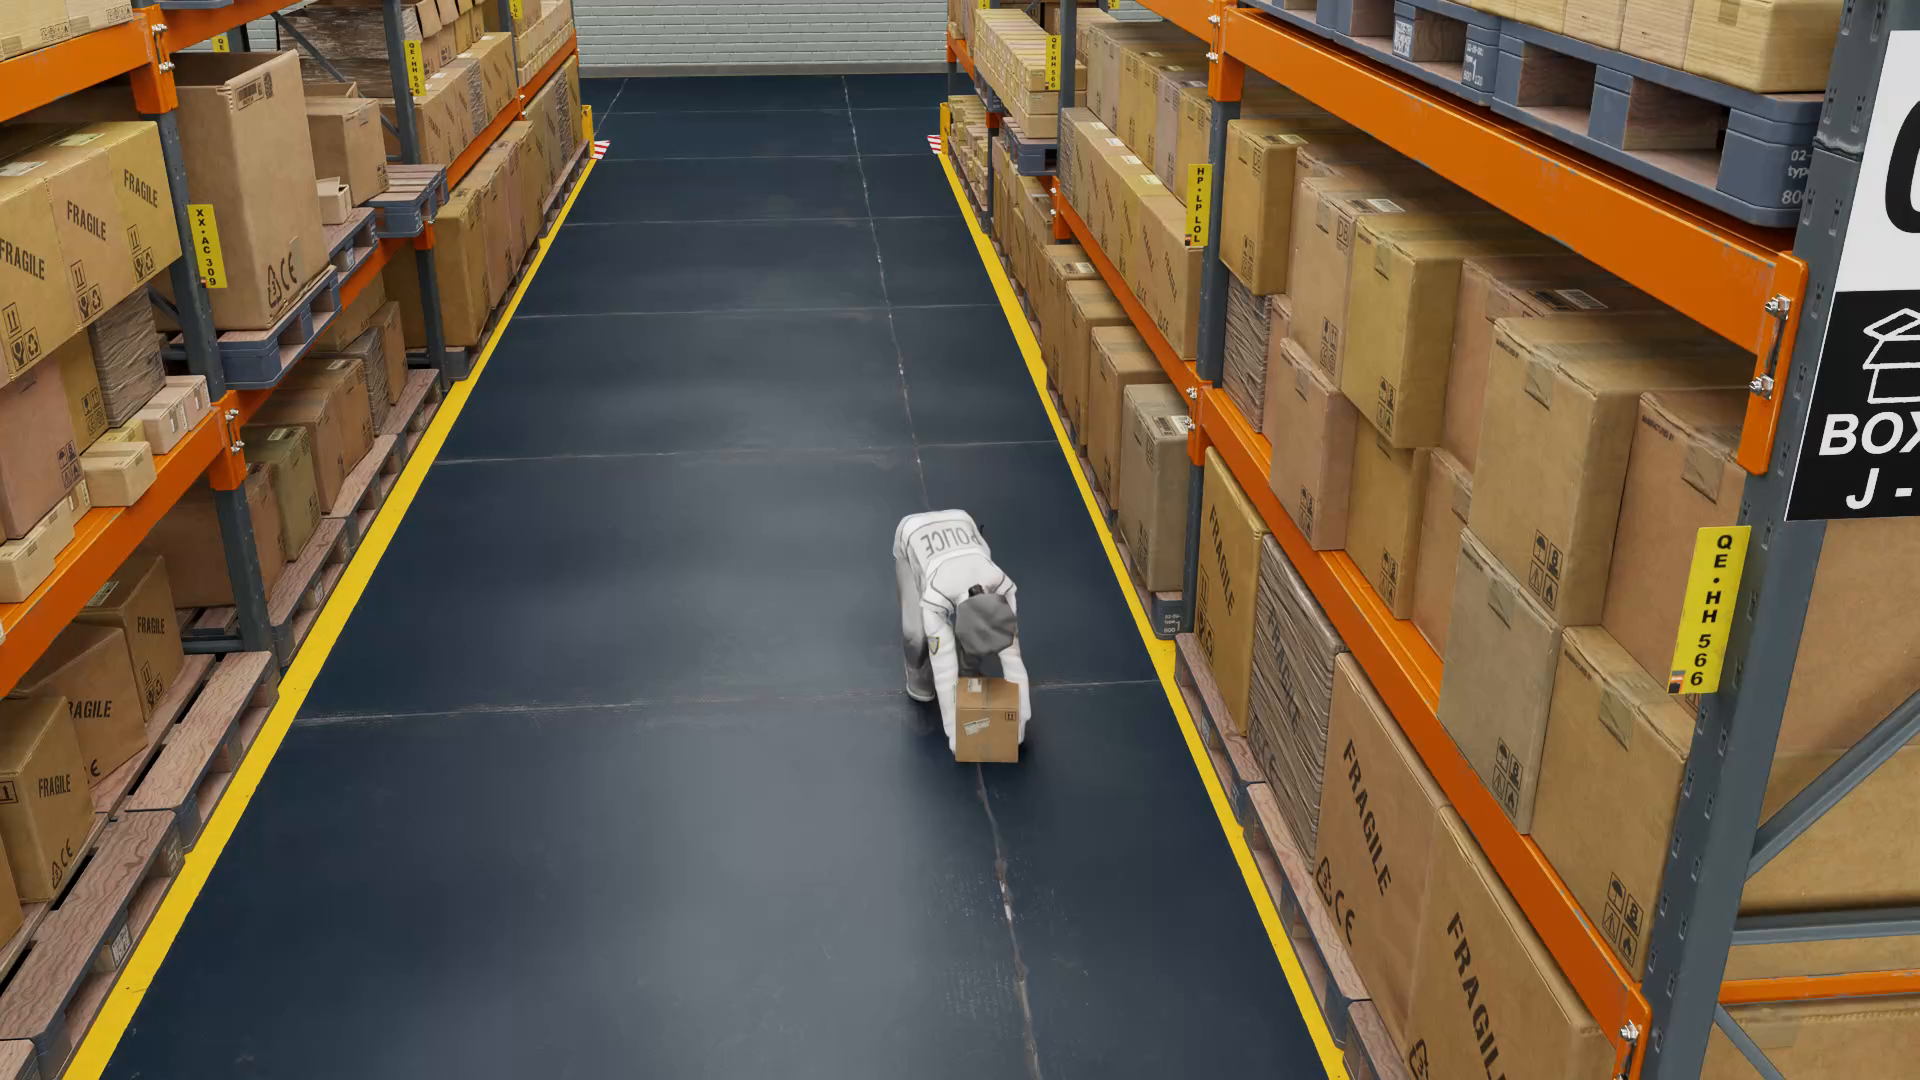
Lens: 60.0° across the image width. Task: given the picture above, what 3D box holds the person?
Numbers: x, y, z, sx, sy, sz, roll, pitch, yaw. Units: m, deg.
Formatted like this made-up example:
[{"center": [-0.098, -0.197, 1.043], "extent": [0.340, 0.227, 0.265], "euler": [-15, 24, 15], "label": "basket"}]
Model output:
[{"center": [-0.015, 0.371, 6.920], "extent": [0.452, 0.818, 0.950], "euler": [-6, 25, -13], "label": "person"}]
